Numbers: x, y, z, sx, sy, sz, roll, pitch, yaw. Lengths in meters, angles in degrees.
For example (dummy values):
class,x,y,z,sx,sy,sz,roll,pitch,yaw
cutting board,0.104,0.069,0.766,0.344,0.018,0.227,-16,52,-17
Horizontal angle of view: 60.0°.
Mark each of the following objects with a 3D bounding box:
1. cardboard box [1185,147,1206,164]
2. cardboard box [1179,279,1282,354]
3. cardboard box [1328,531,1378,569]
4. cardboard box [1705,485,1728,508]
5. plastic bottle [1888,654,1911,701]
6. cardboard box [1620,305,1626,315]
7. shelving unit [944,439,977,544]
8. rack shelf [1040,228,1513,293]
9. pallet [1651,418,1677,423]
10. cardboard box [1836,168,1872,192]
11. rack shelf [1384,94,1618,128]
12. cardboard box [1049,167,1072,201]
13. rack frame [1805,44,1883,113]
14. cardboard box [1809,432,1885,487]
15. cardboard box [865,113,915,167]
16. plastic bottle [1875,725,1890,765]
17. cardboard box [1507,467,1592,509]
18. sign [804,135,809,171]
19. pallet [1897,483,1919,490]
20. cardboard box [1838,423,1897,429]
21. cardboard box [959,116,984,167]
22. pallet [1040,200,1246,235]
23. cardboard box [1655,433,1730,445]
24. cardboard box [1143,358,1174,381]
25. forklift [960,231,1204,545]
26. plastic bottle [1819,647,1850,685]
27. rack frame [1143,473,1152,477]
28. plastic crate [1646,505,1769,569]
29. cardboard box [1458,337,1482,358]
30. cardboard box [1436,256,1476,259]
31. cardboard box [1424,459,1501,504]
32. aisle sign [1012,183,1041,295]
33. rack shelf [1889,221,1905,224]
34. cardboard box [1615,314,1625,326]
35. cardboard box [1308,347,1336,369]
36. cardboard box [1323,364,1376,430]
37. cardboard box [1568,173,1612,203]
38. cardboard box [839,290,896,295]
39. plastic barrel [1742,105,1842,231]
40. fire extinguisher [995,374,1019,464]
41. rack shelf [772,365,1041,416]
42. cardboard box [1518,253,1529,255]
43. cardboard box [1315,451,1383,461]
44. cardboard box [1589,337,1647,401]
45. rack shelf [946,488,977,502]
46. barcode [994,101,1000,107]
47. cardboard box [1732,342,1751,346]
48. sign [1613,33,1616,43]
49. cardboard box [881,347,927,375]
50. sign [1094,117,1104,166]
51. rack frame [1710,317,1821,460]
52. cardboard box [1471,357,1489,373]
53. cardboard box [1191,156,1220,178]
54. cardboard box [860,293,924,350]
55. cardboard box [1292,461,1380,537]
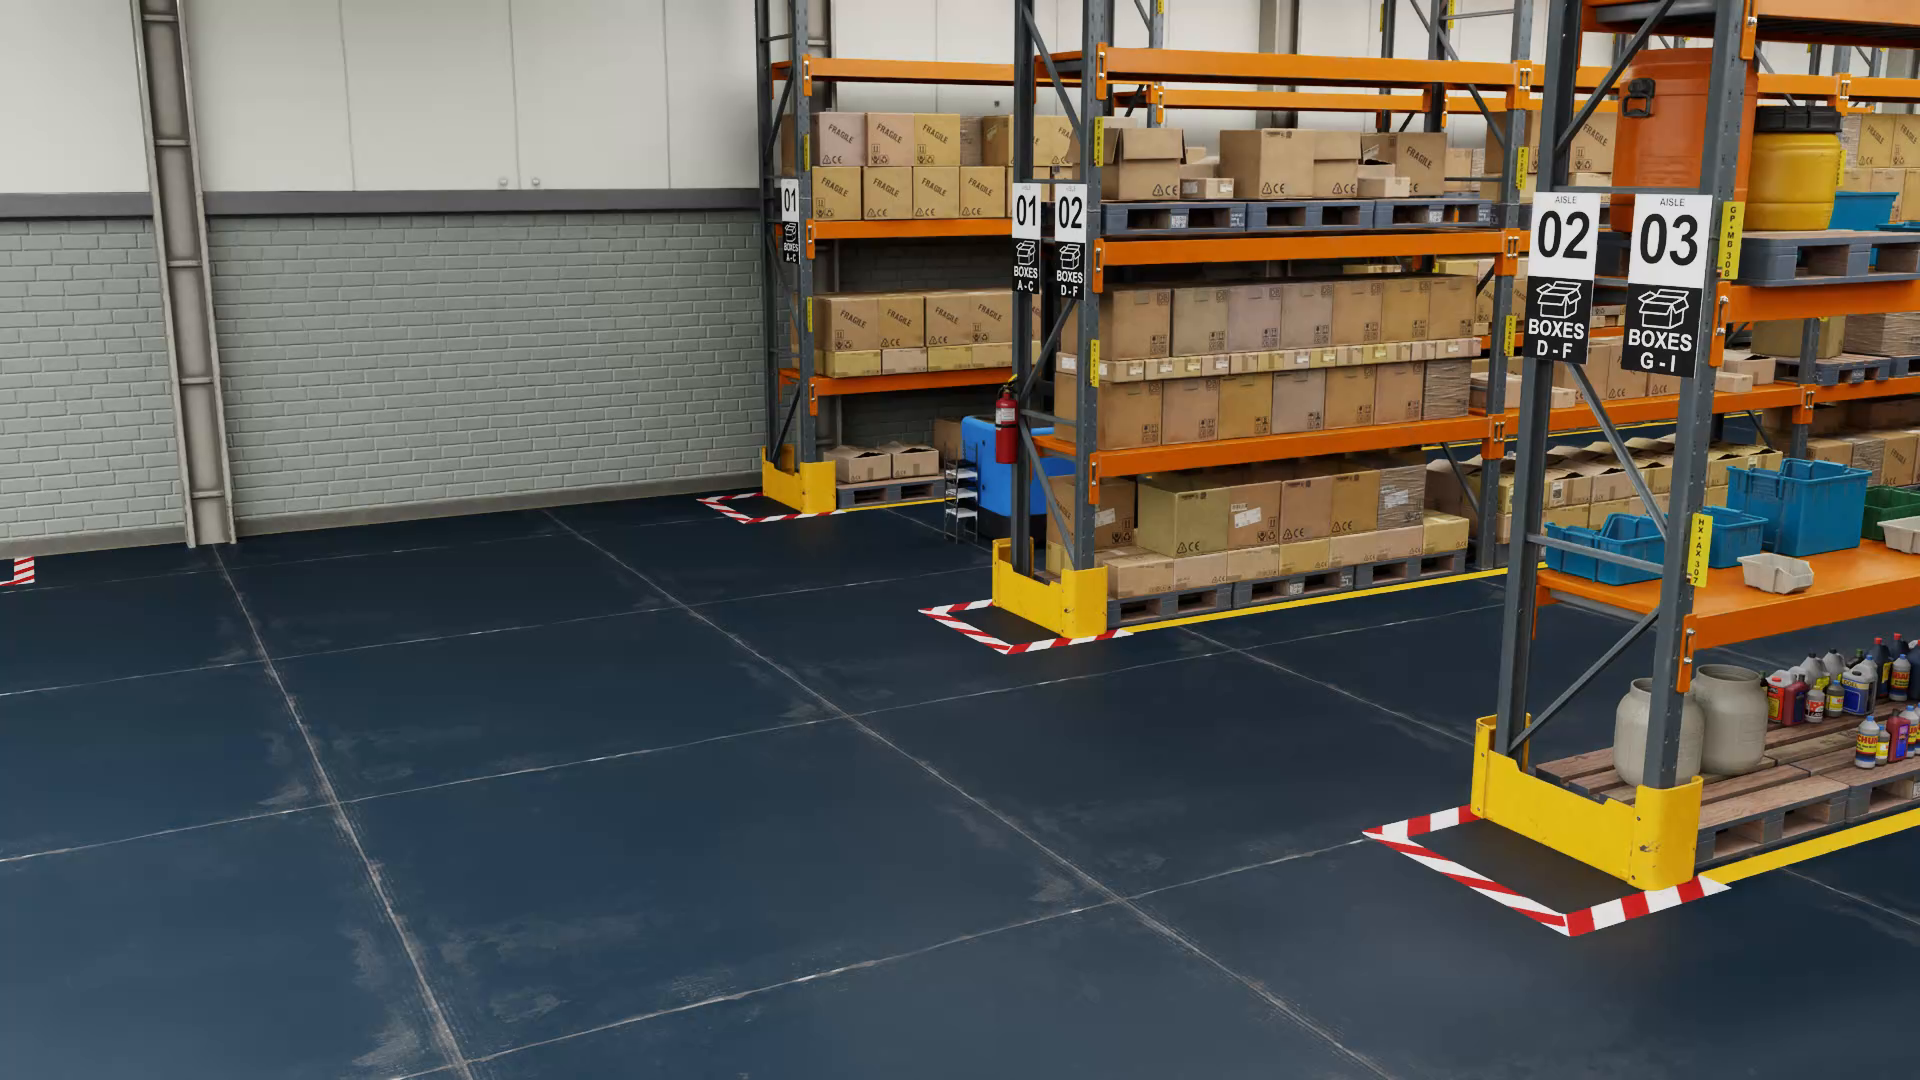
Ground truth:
class,x,y,z,sx,sy,sz,roll,pitch,yaw
cardboard box,2.333,-4.015,18.102,0.500,0.500,0.500,-5,13,-20
cardboard box,2.044,-1.724,12.757,0.500,0.500,0.700,-7,14,-28
cardboard box,3.014,0.032,13.441,0.500,0.250,0.500,-7,14,-28
cardboard box,6.907,-0.429,15.488,0.500,0.250,0.500,-7,14,-29
plastic bottle,5.585,0.813,9.876,0.097,0.271,0.097,0,13,0
cardboard box,8.552,-3.204,21.563,0.500,0.500,0.500,-7,15,-29
shelving unit,0.007,-0.440,15.014,0.210,0.900,0.258,-7,14,-28
rack shelf,2.436,-2.204,12.876,4.000,0.370,1.077,-7,14,-28
pallet,9.541,-1.802,22.635,1.213,0.211,1.003,-7,14,-28
cardboard box,8.069,-3.287,15.823,0.500,0.500,0.910,-7,14,-28
rack shelf,7.081,-5.268,20.570,4.000,0.370,1.077,-7,14,-28
cardboard box,1.040,-3.626,17.285,0.500,0.500,0.500,-8,15,-33
rack frame,12.347,-6.445,23.252,0.127,3.000,1.000,-7,14,-28
cardboard box,8.696,-0.767,16.374,0.500,0.500,0.500,-7,15,-30
cardboard box,-0.777,-3.882,16.142,0.500,0.500,0.500,-7,14,-29
plastic bottle,4.882,1.083,8.836,0.097,0.201,0.097,0,13,0
cardboard box,5.115,-0.486,14.464,0.500,0.311,0.500,-7,14,-29
sign,-1.436,-3.620,15.541,0.005,0.325,0.100,-7,14,-28
pallet,9.445,-0.561,17.120,1.213,0.211,1.003,-7,14,-28
cardboard box,9.323,-0.972,17.287,0.500,0.500,0.500,-7,15,-30
cardboard box,-0.081,-4.099,17.109,0.500,0.500,0.500,-7,14,-28
pallet,1.313,-2.370,12.180,1.213,0.211,1.003,-7,14,-28
cardboard box,7.102,-0.861,16.132,0.500,0.311,0.500,-6,14,-26
cardboard box,1.358,-1.274,12.234,0.250,0.149,0.380,-7,15,-29
forklift,1.560,-1.563,15.378,3.031,2.935,1.130,-6,14,-24
plastic bottle,5.115,0.801,9.751,0.185,0.351,0.144,-7,14,-28
rack frame,1.815,-2.256,18.301,0.127,3.000,1.000,-7,14,-28
plastic crate,3.919,-0.031,8.753,0.408,0.251,0.499,-7,14,-28
cardboard box,4.055,-1.597,13.668,0.250,0.149,0.380,-7,14,-28
cardboard box,6.056,-3.398,20.716,0.500,0.250,0.500,-7,15,-30
cardboard box,4.409,-0.536,14.690,0.500,0.311,0.500,-7,14,-28
aisle sign,0.482,-2.199,12.126,0.004,0.787,0.394,-7,14,-28
rack shelf,9.458,-3.045,16.615,4.000,0.370,1.077,-7,14,-28
cardboard box,8.465,-2.863,21.527,0.250,0.149,0.380,-7,14,-27
cardboard box,2.708,-1.435,12.949,0.250,0.149,0.380,-6,14,-26
cardboard box,2.903,-1.194,13.354,0.500,0.500,0.700,-7,14,-27
cardboard box,5.218,-3.018,14.241,0.500,0.250,0.500,-8,15,-33
cardboard box,-0.938,-2.279,16.992,0.500,0.500,0.500,-7,14,-27
plastic barrel,3.990,-1.830,8.193,0.600,0.588,0.600,0,13,0
fire extinguisher,0.354,-0.920,12.542,0.183,0.674,0.296,-7,14,-28
rack shelf,0.059,-1.694,17.445,4.000,0.370,1.077,-7,14,-28
cardboard box,7.414,-3.559,21.432,0.500,0.250,0.500,-7,15,-30
cardboard box,3.199,-0.488,14.045,0.500,0.500,0.500,-7,14,-28
cardboard box,5.775,-1.536,14.875,0.500,0.500,0.500,-7,14,-28
rack shelf,0.007,-0.407,15.021,0.200,0.077,0.258,-7,14,-28
barcode,0.388,-4.583,17.482,0.075,0.075,0.001,-7,14,-28
cardboard box,11.131,-2.699,23.530,0.250,0.149,0.380,-7,14,-27
sign,8.592,-6.667,21.749,0.005,0.325,0.100,-7,14,-28
cardboard box,-0.667,-1.819,16.657,0.500,0.250,0.500,-7,15,-30
sign,0.941,-2.702,11.279,0.005,0.325,0.100,-7,14,-28
rack frame,7.702,-1.722,15.931,0.127,3.000,1.000,-7,14,-28
cardboard box,6.034,-1.885,20.592,0.750,0.750,0.750,-7,14,-29
cardboard box,2.053,-2.804,12.834,0.500,0.311,0.500,-5,14,-21
cardboard box,-0.695,-2.180,16.551,0.500,0.500,0.500,-7,14,-28
cardboard box,3.008,-0.336,13.370,0.500,0.500,0.500,-7,14,-28
